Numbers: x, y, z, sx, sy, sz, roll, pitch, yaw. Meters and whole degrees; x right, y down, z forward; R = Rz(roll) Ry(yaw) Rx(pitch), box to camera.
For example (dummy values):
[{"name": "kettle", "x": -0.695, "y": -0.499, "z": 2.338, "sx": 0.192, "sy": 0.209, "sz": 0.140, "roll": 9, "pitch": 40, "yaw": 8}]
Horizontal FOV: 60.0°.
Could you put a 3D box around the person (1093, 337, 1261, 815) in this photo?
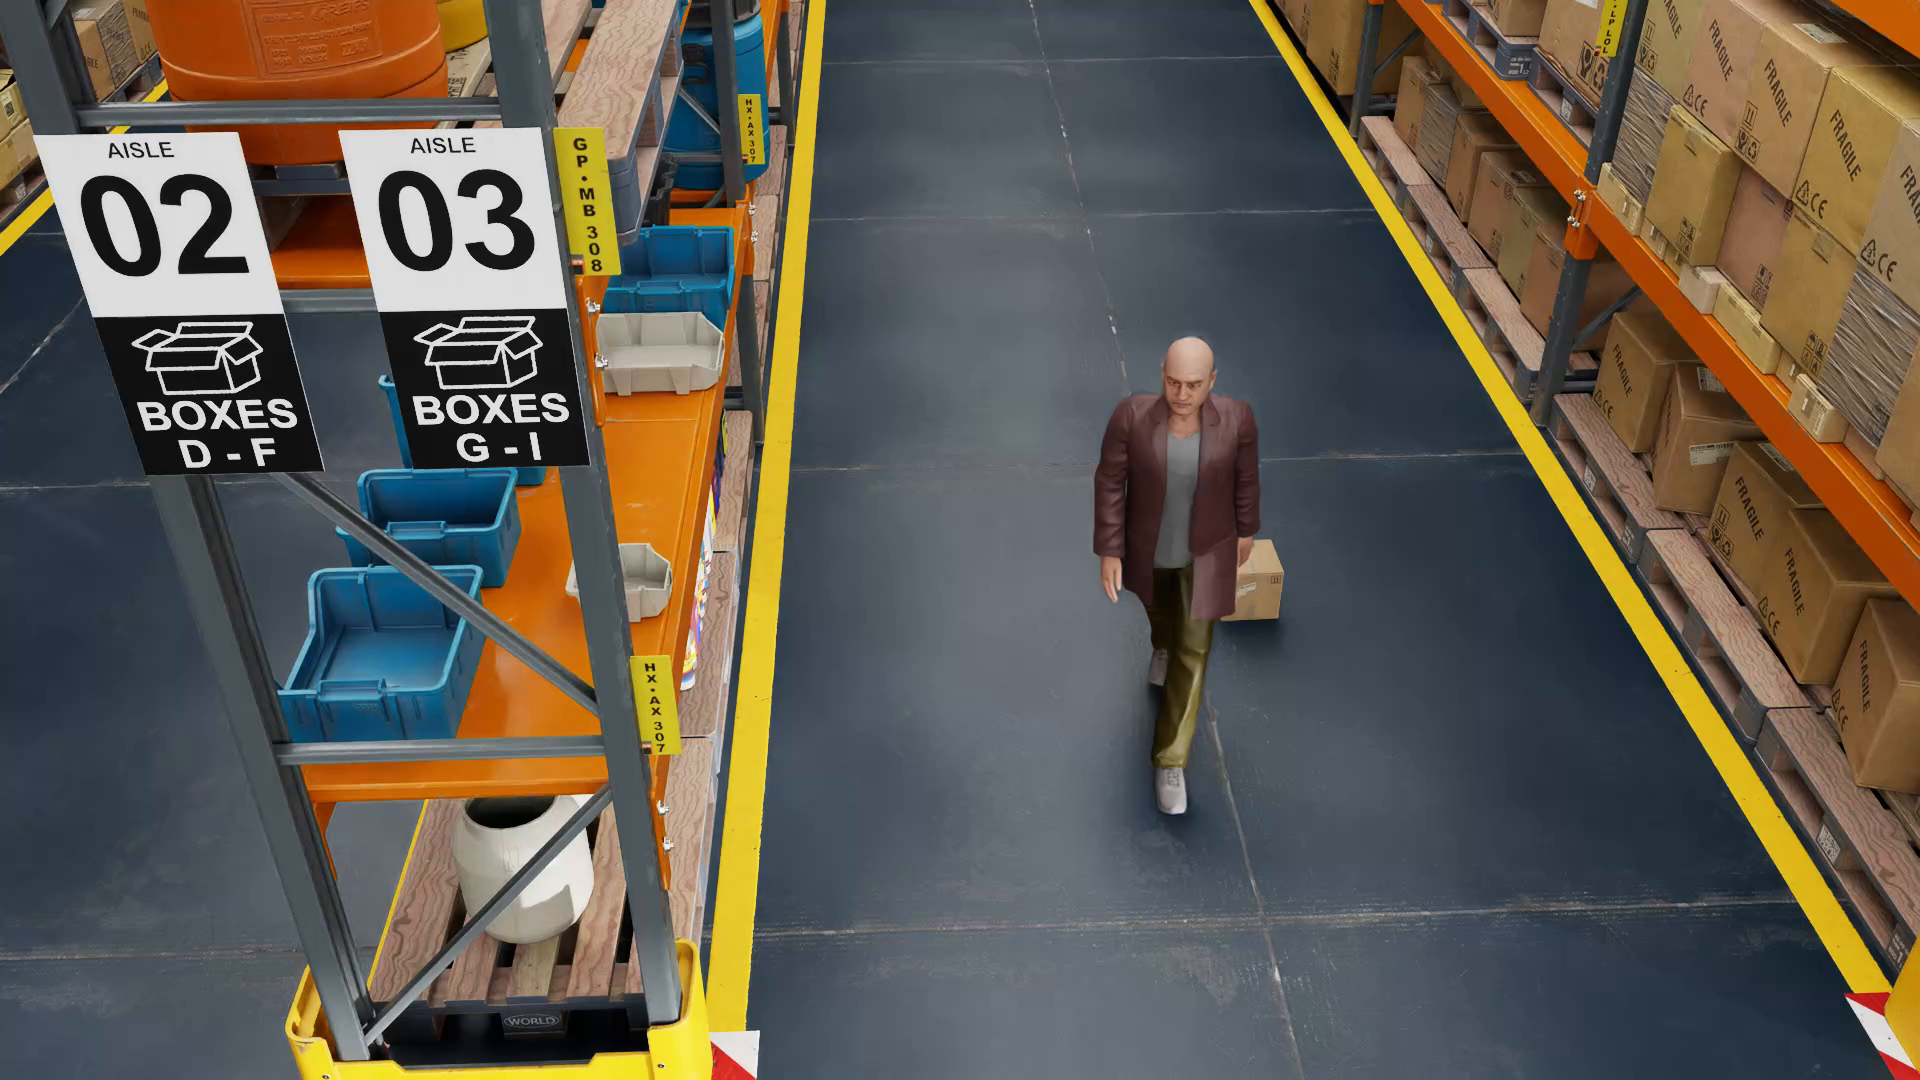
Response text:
[{"name": "person", "x": 0.777, "y": 0.027, "z": 6.107, "sx": 0.603, "sy": 1.708, "sz": 1.129, "roll": 9, "pitch": 36, "yaw": 12}]
